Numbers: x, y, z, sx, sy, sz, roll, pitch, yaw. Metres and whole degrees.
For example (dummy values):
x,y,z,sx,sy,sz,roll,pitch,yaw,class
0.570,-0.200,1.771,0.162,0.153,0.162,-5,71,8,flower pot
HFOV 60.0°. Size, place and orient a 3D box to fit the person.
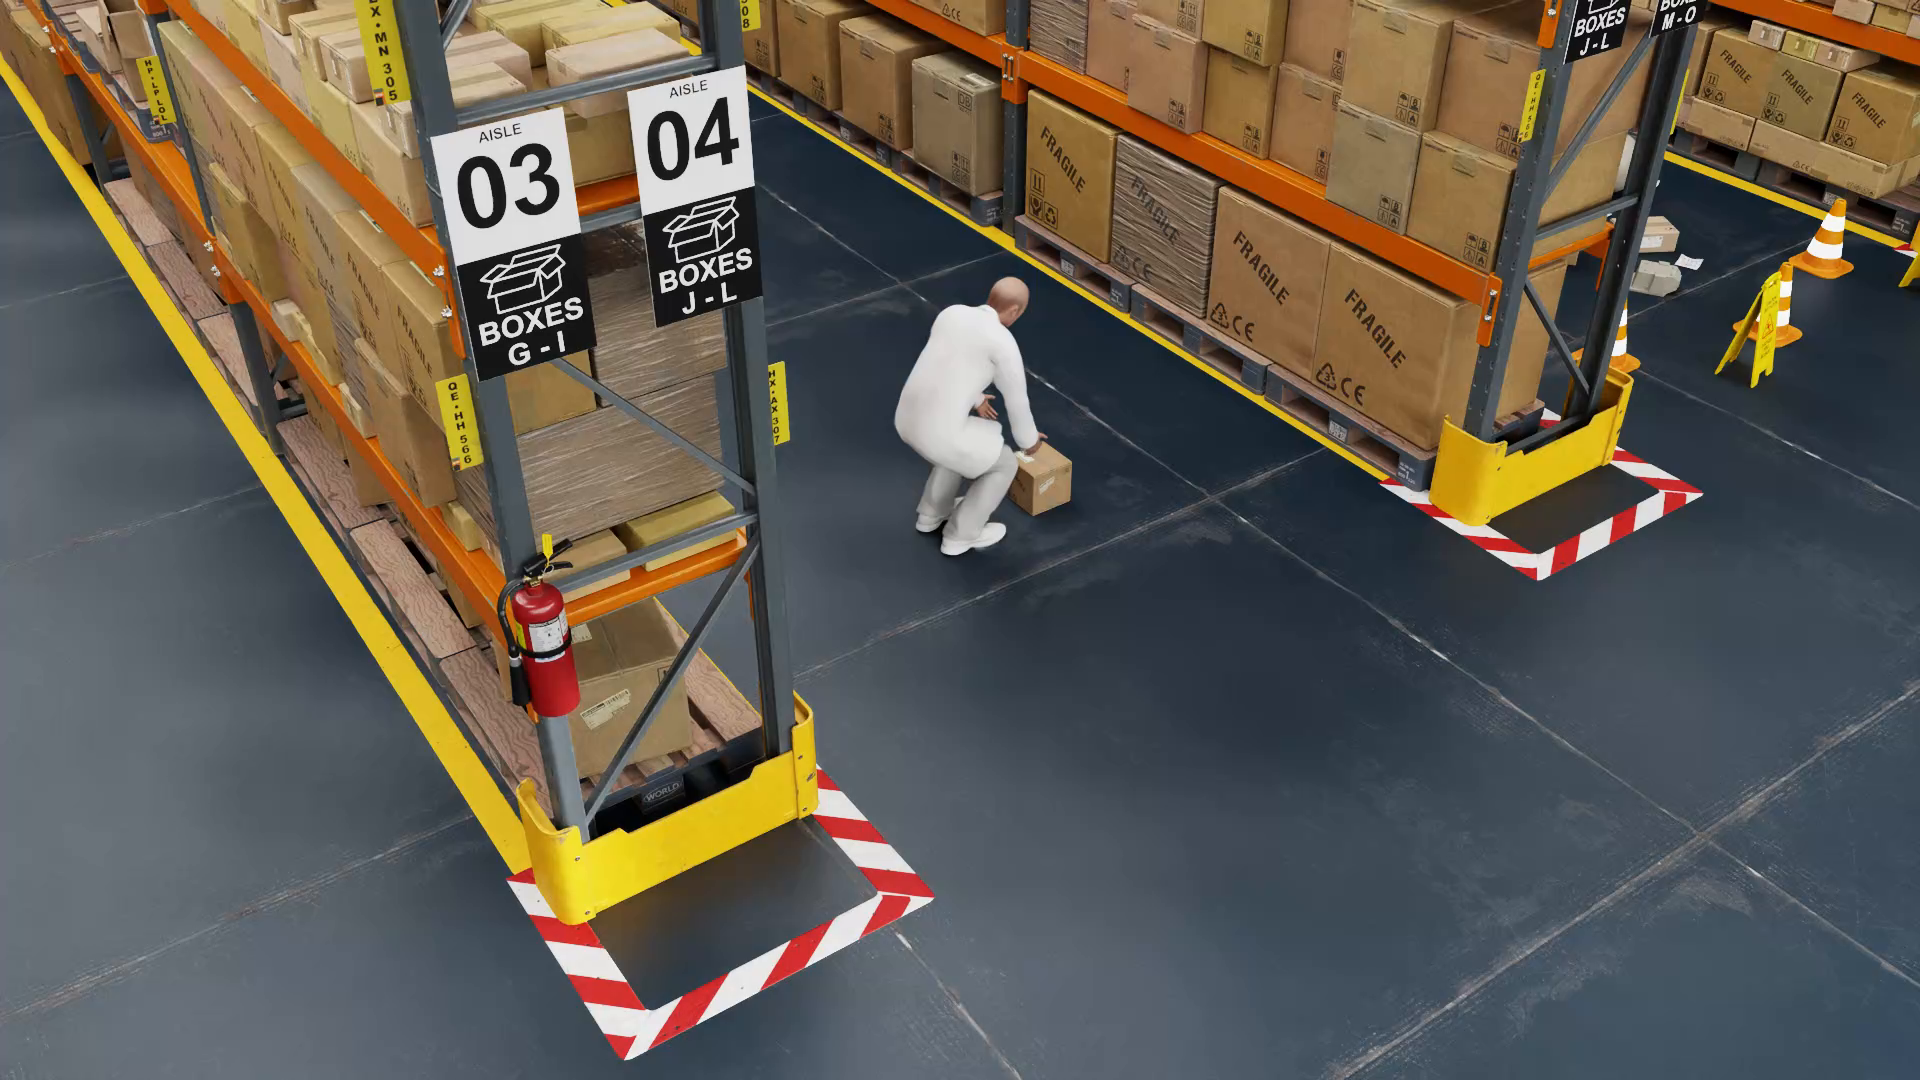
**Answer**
x,y,z,sx,sy,sz,roll,pitch,yaw,class
0.020,-0.616,8.263,0.766,1.318,0.634,-22,41,-27,person
